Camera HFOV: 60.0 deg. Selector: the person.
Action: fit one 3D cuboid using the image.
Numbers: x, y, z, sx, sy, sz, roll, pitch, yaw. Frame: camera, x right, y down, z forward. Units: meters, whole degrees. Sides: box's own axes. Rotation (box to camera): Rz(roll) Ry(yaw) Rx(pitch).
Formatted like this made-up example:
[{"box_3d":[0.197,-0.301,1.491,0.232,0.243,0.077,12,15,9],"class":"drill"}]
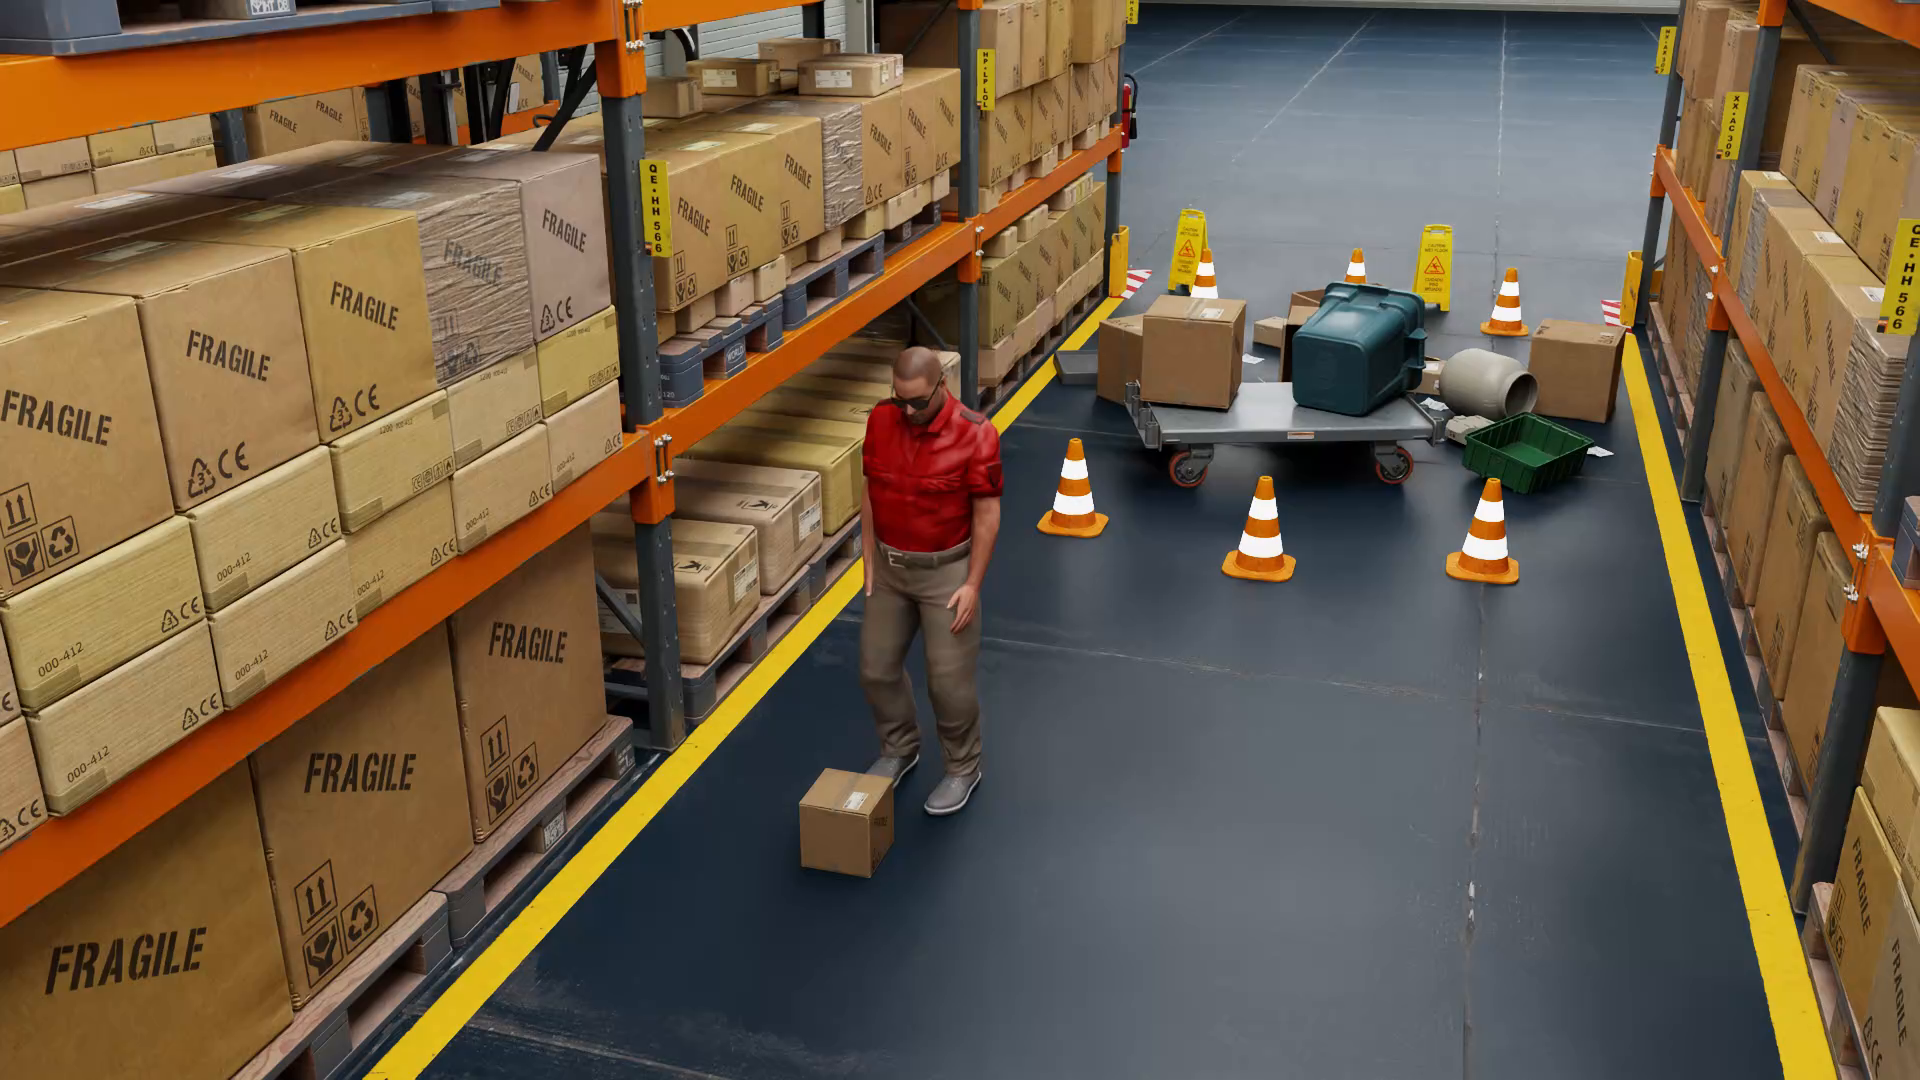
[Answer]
[{"box_3d":[-0.110,0.147,5.830,0.557,1.677,0.431,12,25,28],"class":"person"}]
